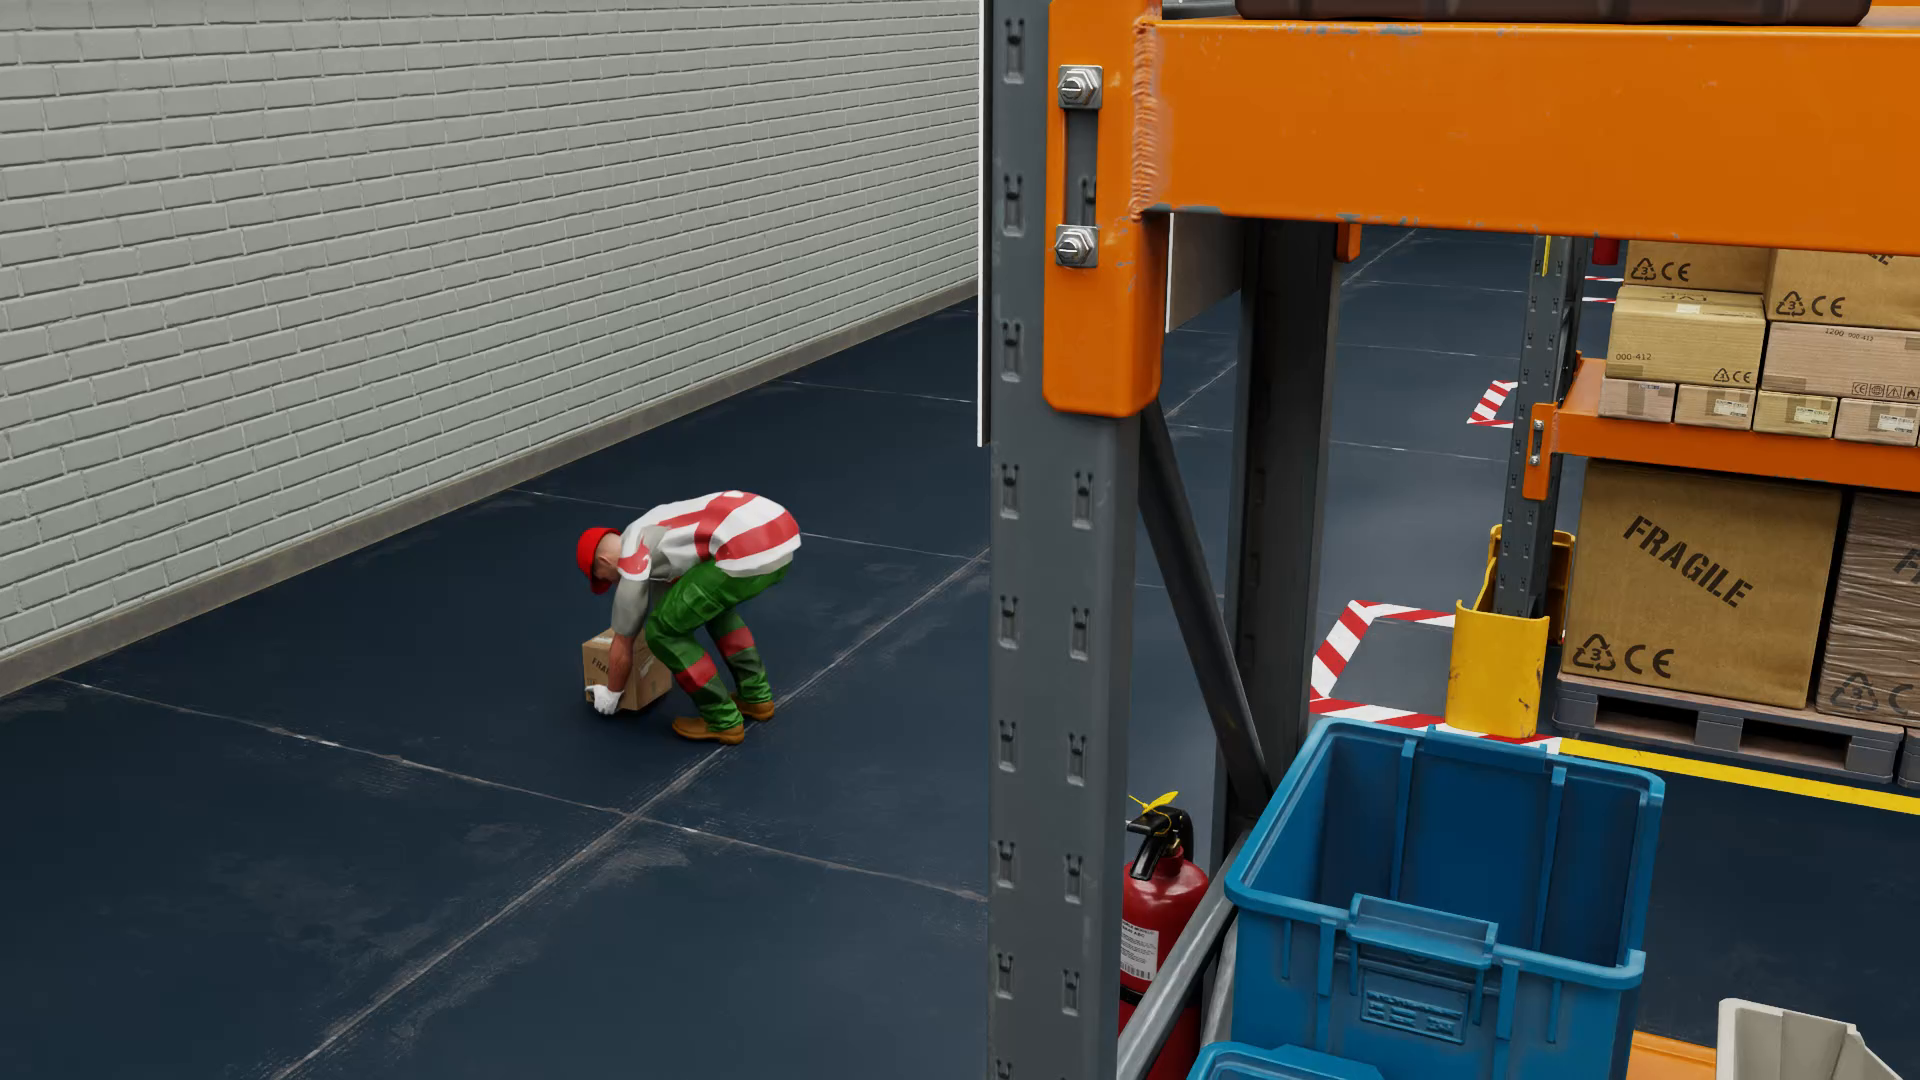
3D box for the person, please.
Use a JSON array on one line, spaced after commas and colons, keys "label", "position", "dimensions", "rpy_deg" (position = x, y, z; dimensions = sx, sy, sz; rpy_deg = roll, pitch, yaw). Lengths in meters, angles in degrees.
[{"label": "person", "position": [-1.081, 0.258, 6.553], "dimensions": [0.949, 0.956, 0.501], "rpy_deg": [7, 20, 20]}]
